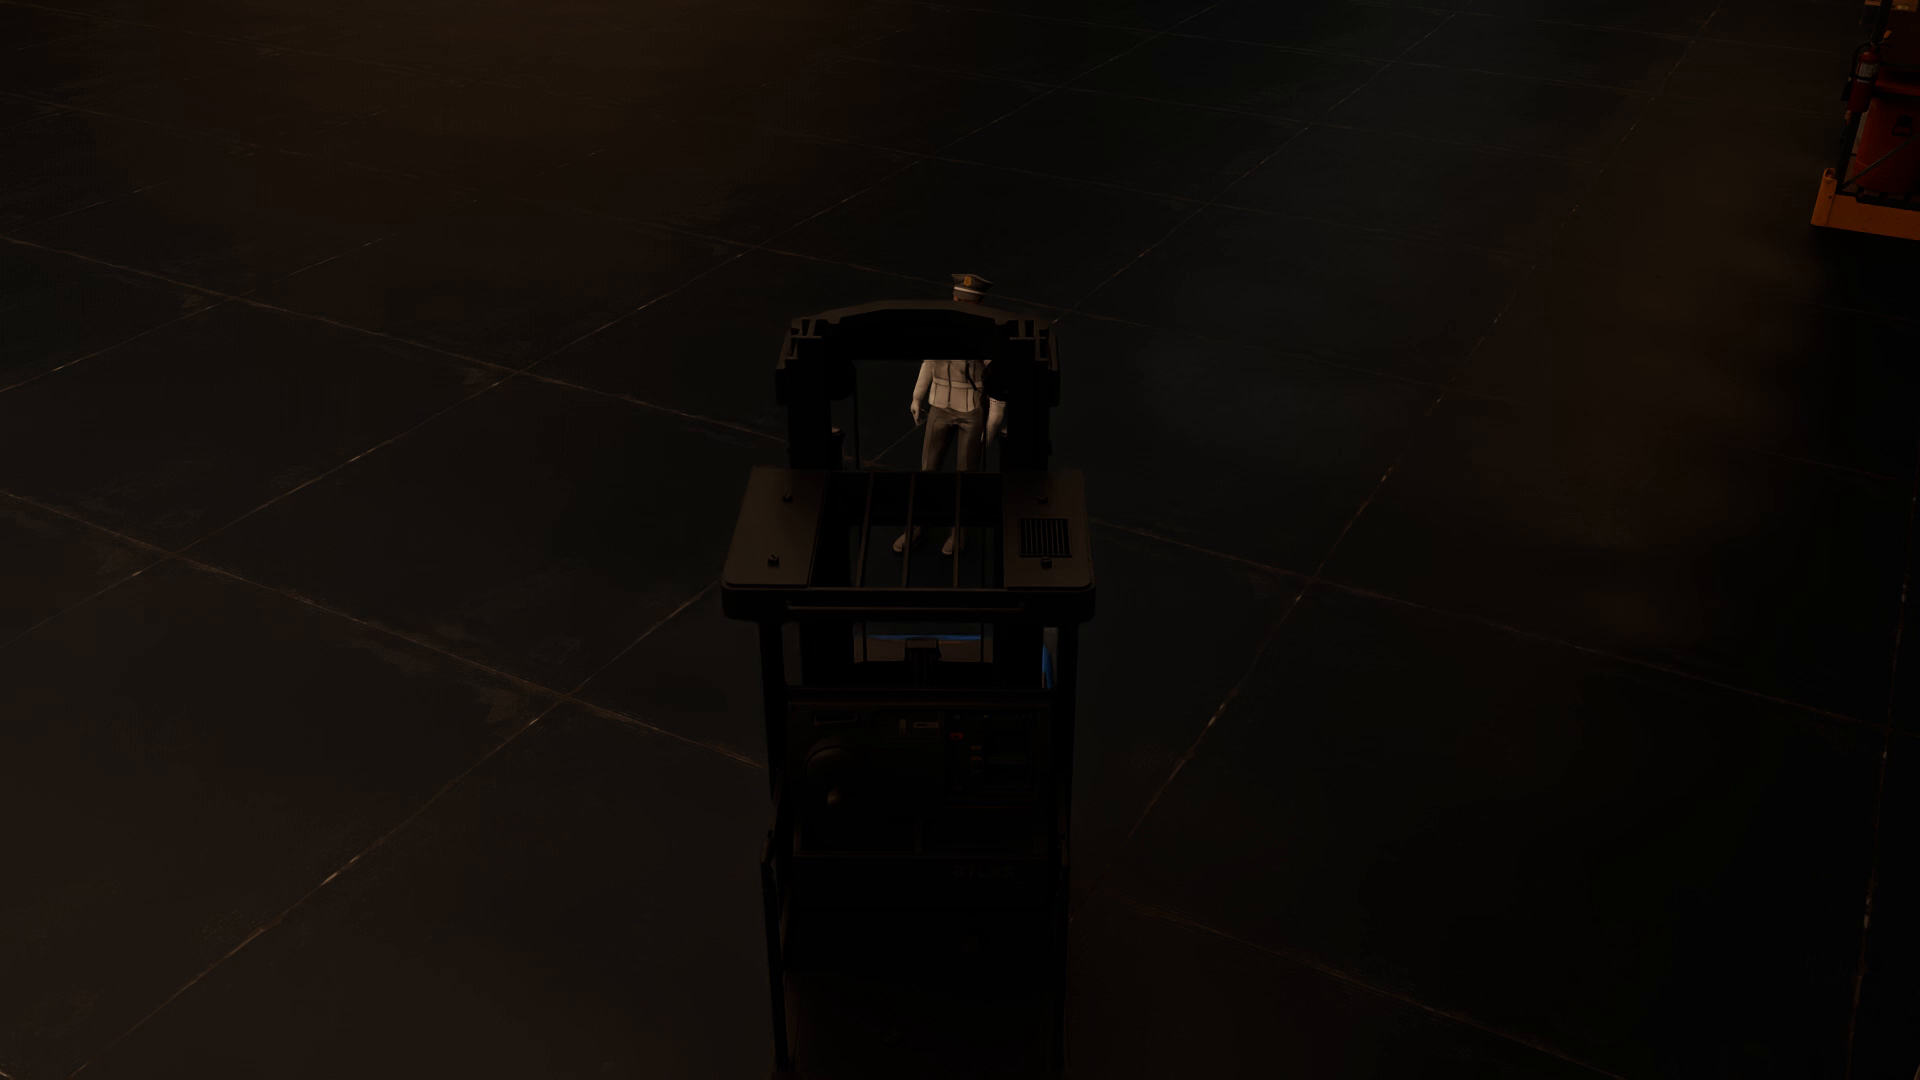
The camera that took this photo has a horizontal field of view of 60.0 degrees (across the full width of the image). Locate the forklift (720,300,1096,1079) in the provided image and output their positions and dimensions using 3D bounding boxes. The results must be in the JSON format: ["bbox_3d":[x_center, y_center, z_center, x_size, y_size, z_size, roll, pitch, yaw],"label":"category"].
[{"bbox_3d":[-0.144,0.803,5.680,1.130,2.935,3.031,0,30,1],"label":"forklift"}]

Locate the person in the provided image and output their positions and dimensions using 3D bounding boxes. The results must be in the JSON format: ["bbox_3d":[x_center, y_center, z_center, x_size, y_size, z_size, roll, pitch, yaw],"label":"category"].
[{"bbox_3d":[-0.039,-0.712,9.526,0.587,1.695,0.531,15,33,25],"label":"person"}]
